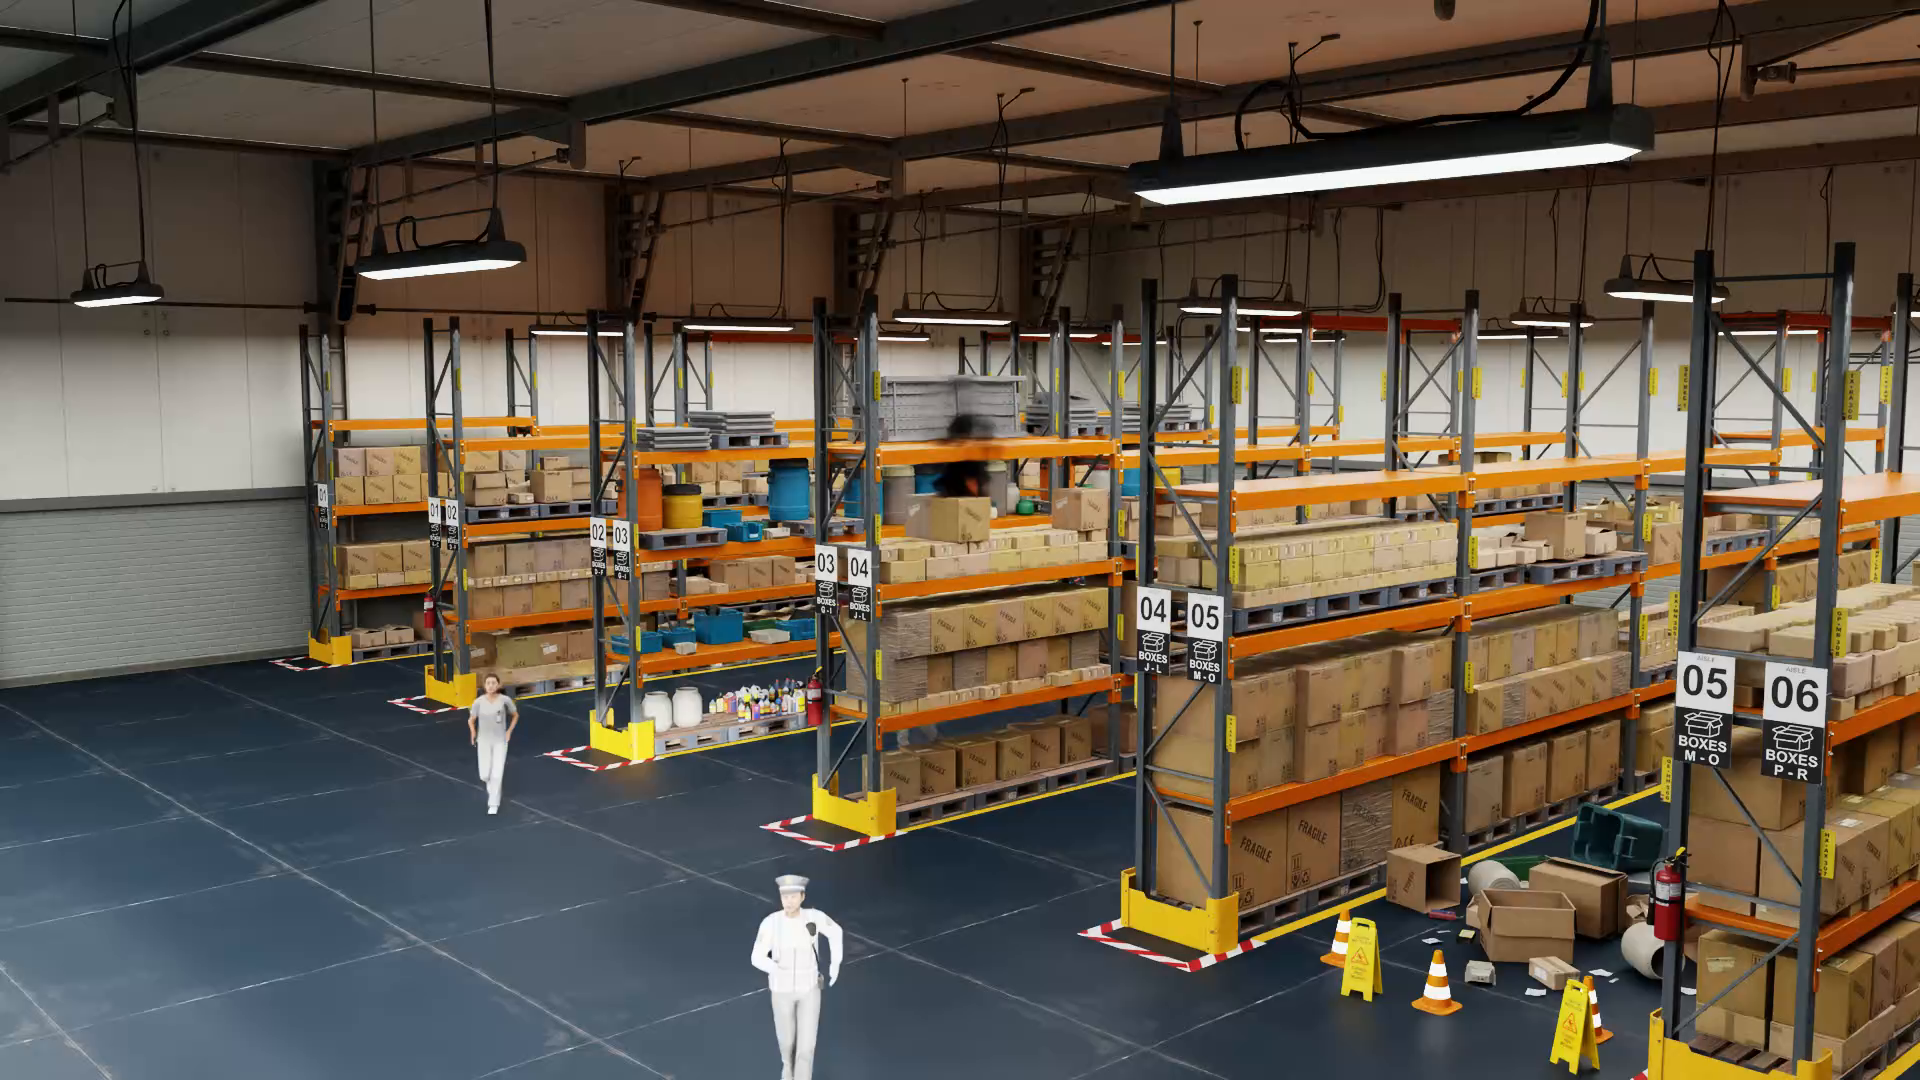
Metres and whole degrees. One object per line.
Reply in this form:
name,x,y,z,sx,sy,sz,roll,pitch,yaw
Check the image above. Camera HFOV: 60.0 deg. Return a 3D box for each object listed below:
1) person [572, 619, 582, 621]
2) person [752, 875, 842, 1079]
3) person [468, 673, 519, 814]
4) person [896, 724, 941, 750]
person,-6.796,1.419,29.308,0.539,1.591,0.831,5,7,40
person,-1.137,3.155,11.587,0.620,1.703,0.928,0,6,-1
person,-5.506,2.375,19.656,0.577,1.627,0.686,-1,6,-11
person,-0.567,2.045,22.322,0.793,1.845,0.675,-6,8,-44
